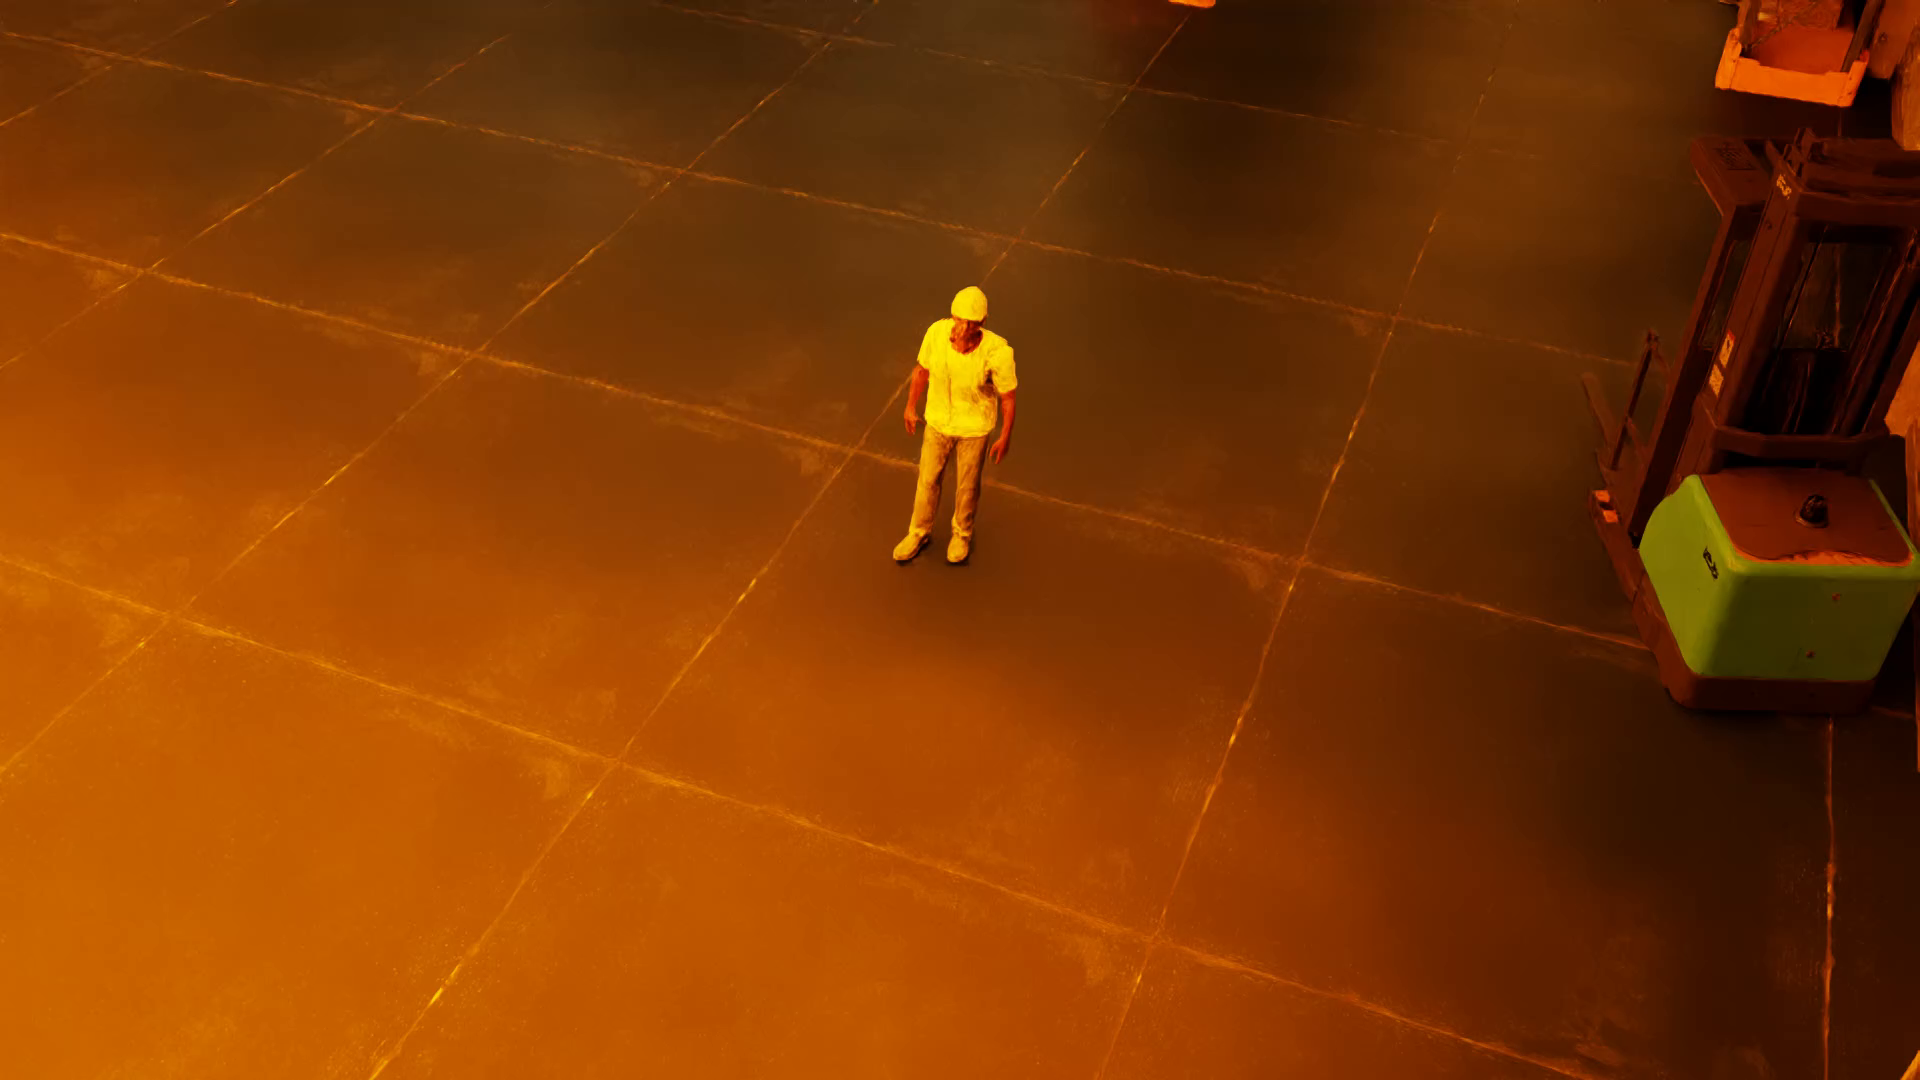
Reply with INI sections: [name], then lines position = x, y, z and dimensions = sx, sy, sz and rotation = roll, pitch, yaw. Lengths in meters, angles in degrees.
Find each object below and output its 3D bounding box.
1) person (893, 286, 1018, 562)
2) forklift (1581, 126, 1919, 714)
[person]
position = -0.031, -0.643, 9.670
dimensions = 0.665, 1.766, 0.576
rotation = 15, 42, 17
[forklift]
position = 4.499, -1.106, 9.328
dimensions = 1.130, 2.935, 3.031
rotation = 2, 40, 2
